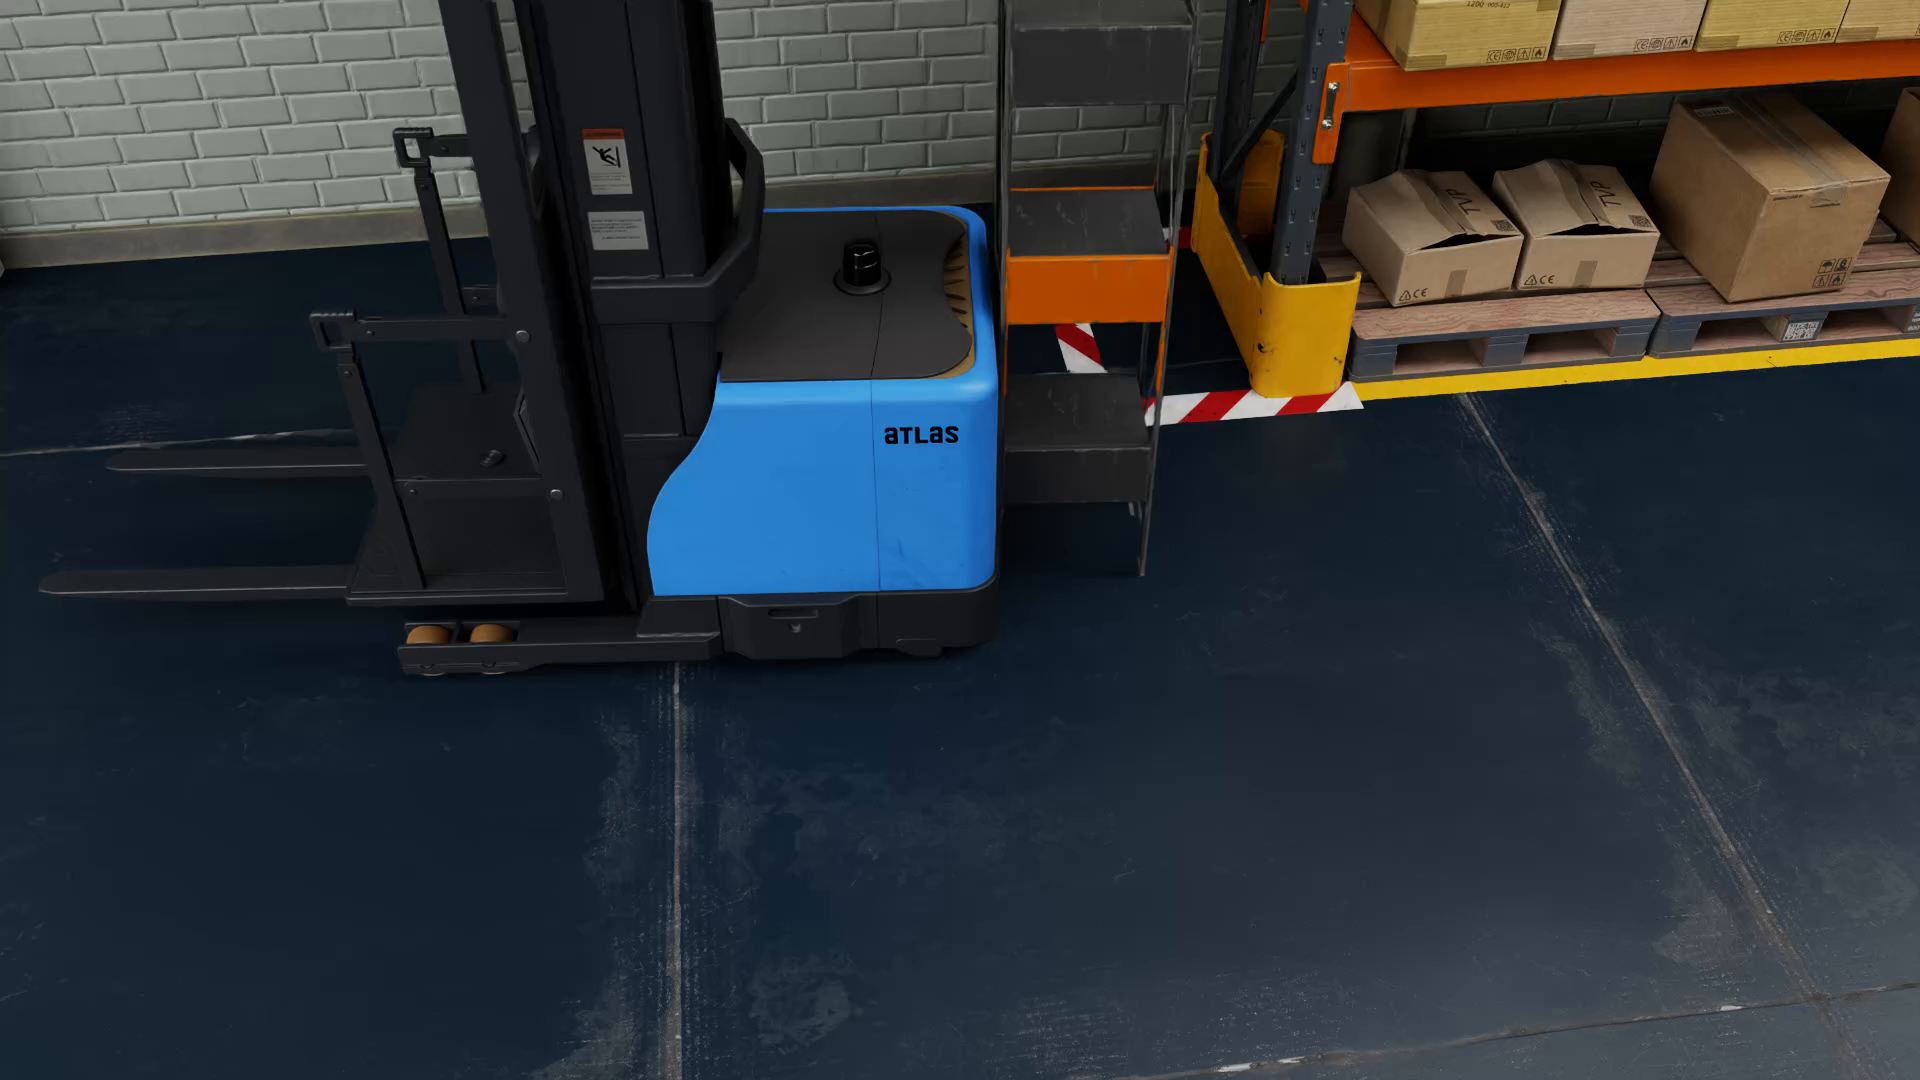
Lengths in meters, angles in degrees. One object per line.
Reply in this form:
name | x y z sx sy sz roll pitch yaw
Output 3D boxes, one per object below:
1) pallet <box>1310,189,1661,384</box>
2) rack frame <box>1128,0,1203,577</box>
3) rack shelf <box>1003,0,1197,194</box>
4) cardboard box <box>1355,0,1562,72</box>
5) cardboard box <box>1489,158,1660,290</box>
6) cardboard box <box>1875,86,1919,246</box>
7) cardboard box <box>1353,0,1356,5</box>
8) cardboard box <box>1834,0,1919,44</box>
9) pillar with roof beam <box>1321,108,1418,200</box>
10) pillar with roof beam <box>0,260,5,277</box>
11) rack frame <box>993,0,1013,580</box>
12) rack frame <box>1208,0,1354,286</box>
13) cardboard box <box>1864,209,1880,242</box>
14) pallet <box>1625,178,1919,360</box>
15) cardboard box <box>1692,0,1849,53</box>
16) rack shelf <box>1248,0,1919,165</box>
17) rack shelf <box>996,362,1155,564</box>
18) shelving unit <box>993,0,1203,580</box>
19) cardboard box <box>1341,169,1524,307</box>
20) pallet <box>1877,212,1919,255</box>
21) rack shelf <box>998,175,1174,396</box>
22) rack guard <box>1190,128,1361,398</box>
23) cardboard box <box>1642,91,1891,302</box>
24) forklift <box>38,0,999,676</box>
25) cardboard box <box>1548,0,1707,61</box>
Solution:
pallet | 2.040 -1.065 6.773 1.213 0.211 1.003 -5 42 -6
rack frame | 0.608 -0.789 5.057 0.015 2.100 0.400 -1 42 -1
rack shelf | 0.365 -1.293 4.592 0.480 0.518 0.431 -1 42 -1
cardboard box | 1.679 -1.830 5.636 0.500 0.250 0.500 -6 42 -7
cardboard box | 2.417 -1.261 6.588 0.500 0.311 0.500 -2 42 -2
cardboard box | 4.096 -1.513 6.725 0.500 0.500 0.500 -8 43 -9
cardboard box | 1.592 -2.168 6.011 0.500 0.250 0.500 -4 42 -5
cardboard box | 3.200 -1.967 5.788 0.500 0.250 0.500 -5 42 -5
pillar with roof beam | 2.294 -2.051 1.305 0.400 9.000 9.100 -5 42 -6
pillar with roof beam | -3.655 -1.530 0.727 0.400 9.000 9.100 -5 42 -6
rack frame | 0.121 -0.779 5.046 0.015 2.100 0.400 -1 42 -1
rack frame | 1.154 -2.047 5.780 0.127 3.000 1.000 -5 42 -6
cardboard box | 3.532 -1.373 6.833 0.250 0.149 0.380 -8 43 -9
pallet | 3.247 -1.169 6.888 1.213 0.211 1.003 -5 42 -6
cardboard box | 2.698 -1.925 5.741 0.500 0.250 0.500 -6 42 -6
rack shelf | 3.137 -1.953 6.213 4.000 0.370 1.077 -5 42 -6
rack shelf | 0.365 -0.254 5.529 0.480 0.518 0.431 -1 42 -1
shelving unit | 0.365 -0.784 5.051 0.503 2.100 0.431 -1 42 -1
cardboard box | 1.852 -1.212 6.533 0.500 0.311 0.500 -9 43 -10
pallet | 4.459 -1.277 7.008 1.213 0.211 1.003 -5 42 -6
rack shelf | 0.365 -0.774 5.060 0.480 0.518 0.431 -1 42 -1
rack guard | 1.229 -1.125 6.624 0.348 0.500 1.175 -5 42 -6
cardboard box | 3.151 -1.362 6.558 0.500 0.500 0.700 -7 43 -8
forklift | -1.407 -1.019 4.691 3.031 2.935 1.130 -1 42 -1
cardboard box | 2.192 -1.885 5.697 0.500 0.250 0.500 -6 42 -7
